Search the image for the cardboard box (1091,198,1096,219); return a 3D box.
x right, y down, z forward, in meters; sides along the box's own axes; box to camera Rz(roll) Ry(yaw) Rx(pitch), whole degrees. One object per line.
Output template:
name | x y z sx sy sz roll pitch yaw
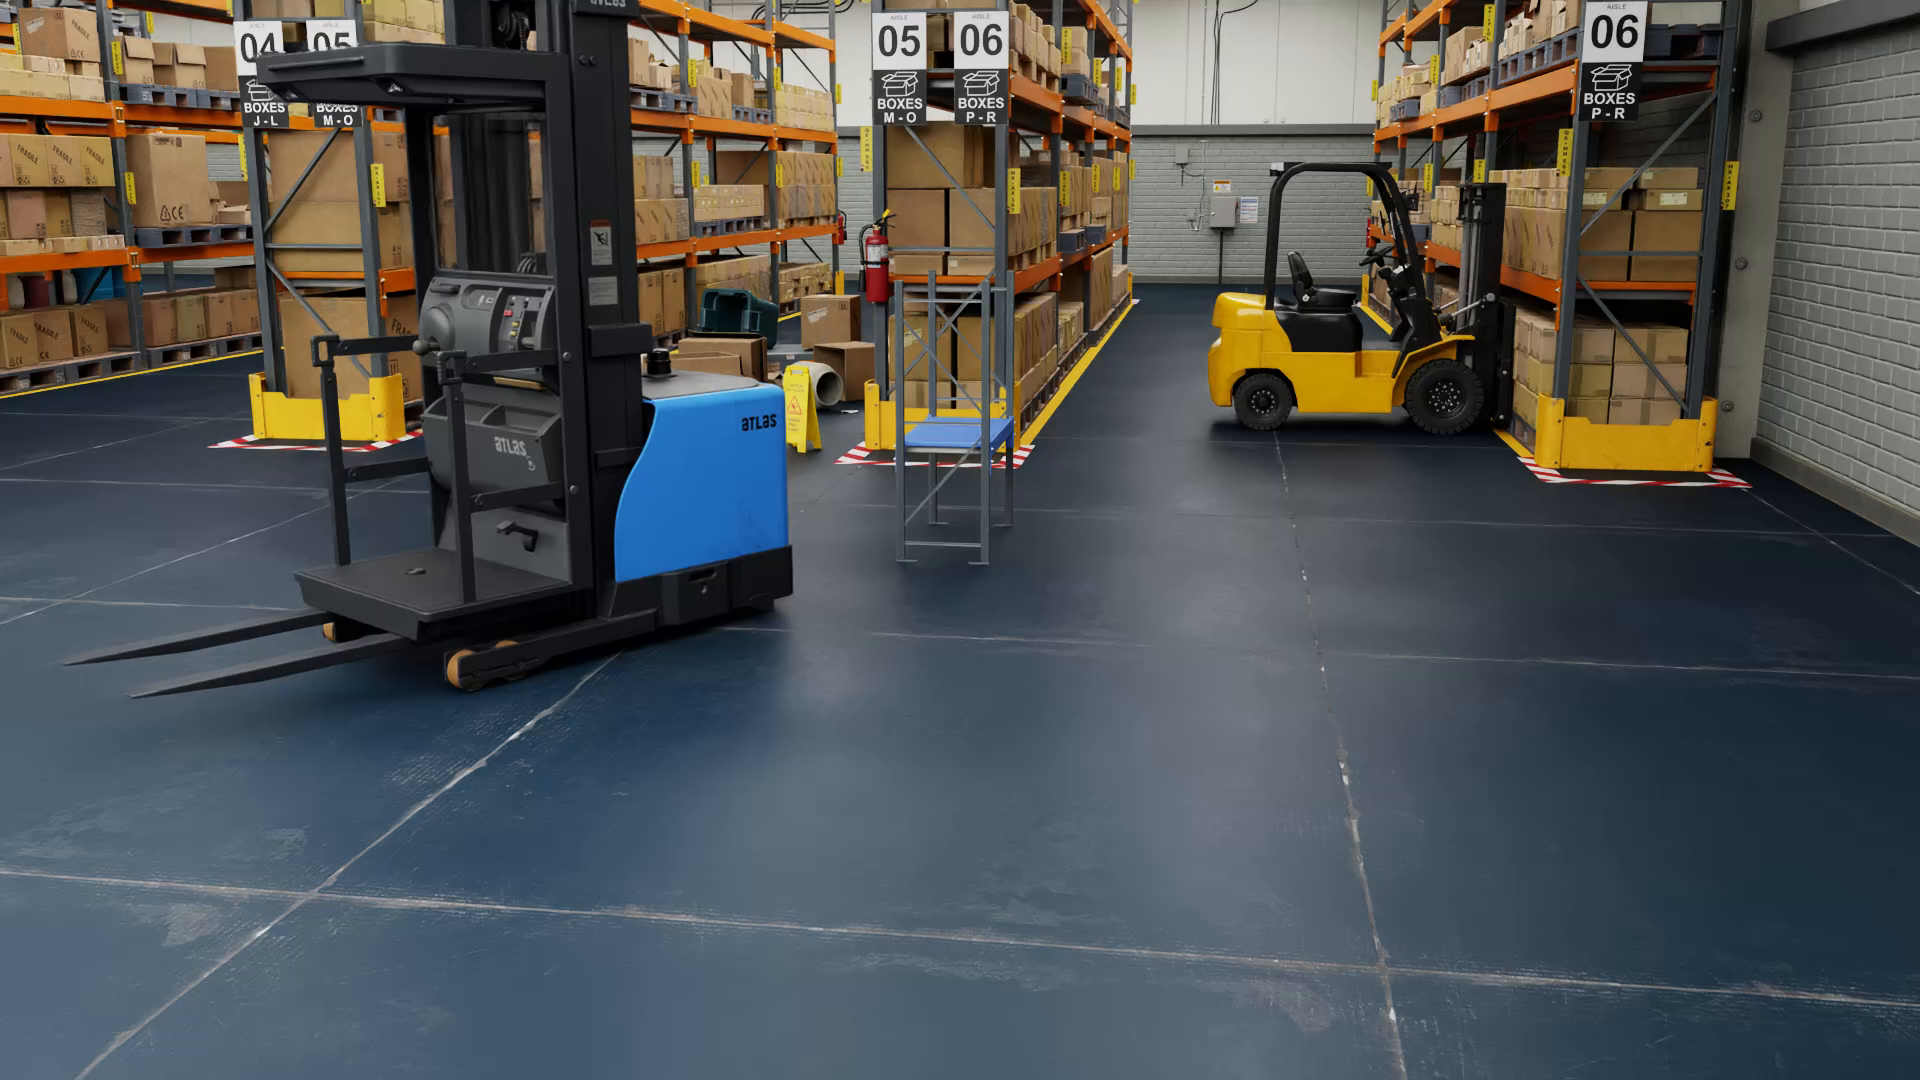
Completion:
cardboard box | 1.409 -4.097 20.553 0.500 0.250 0.500 2 12 8

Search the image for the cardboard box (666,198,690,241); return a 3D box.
cardboard box | -3.624 -3.914 20.298 0.500 0.500 0.500 2 12 9

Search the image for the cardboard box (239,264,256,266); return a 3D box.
cardboard box | -8.779 -3.369 21.113 0.500 0.250 0.500 2 12 11

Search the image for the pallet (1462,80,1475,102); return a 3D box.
pallet | 5.807 -4.665 17.349 1.003 0.211 1.213 2 12 11

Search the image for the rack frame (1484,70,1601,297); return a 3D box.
rack frame | 5.377 -2.836 15.531 1.000 3.000 0.127 2 12 9

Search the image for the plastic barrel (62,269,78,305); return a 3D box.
plastic barrel | -13.369 -3.757 24.715 0.421 0.512 0.421 0 12 0

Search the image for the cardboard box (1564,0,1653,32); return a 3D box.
cardboard box | 4.589 -3.872 11.750 0.500 0.500 0.500 2 12 11

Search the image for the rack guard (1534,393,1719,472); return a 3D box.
rack guard | 4.758 -0.776 11.907 1.175 0.500 0.348 2 12 9

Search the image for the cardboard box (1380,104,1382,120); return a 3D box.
cardboard box | 6.826 -6.682 25.909 0.500 0.250 0.500 2 12 10

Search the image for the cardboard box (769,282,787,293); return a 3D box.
cardboard box | -2.833 -3.822 25.174 0.380 0.149 0.250 2 12 11

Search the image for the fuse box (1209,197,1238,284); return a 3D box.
fuse box | 5.214 -5.940 32.994 0.539 1.711 0.414 2 12 9

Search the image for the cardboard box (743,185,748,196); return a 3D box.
cardboard box | -3.196 -4.919 23.387 0.380 0.149 0.250 2 12 8

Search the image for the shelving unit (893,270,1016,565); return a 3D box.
shelving unit | -0.013 -0.715 9.253 0.538 1.500 1.048 2 12 9

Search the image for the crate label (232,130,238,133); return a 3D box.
crate label | -12.830 -7.187 28.956 0.408 0.251 0.502 2 12 9

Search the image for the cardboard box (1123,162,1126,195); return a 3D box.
cardboard box | 2.348 -5.711 26.261 0.500 0.500 0.500 2 12 8

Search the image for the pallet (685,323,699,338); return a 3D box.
pallet | -3.698 -2.767 21.832 1.003 0.211 1.213 2 12 9

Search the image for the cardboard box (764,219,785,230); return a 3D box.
cardboard box | -2.838 -4.726 24.898 0.380 0.149 0.250 2 12 11

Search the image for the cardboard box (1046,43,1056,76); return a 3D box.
cardboard box | 0.593 -4.328 14.987 0.500 0.250 0.500 2 12 8

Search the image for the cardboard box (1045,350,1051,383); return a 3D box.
cardboard box | 0.574 -1.614 15.392 0.500 0.250 0.500 2 12 7

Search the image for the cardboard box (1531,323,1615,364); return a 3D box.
cardboard box | 4.524 -1.459 12.299 0.500 0.250 0.500 2 12 11

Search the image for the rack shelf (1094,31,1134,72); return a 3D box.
rack shelf | 2.010 -7.463 25.419 1.077 0.370 4.000 2 12 9

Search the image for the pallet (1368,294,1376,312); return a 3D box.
pallet | 7.089 -3.788 26.572 1.003 0.211 1.213 2 12 9

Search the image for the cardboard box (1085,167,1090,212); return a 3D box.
cardboard box | 1.223 -4.016 19.069 0.500 0.500 0.500 2 12 8

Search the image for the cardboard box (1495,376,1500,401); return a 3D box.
cardboard box | 4.751 -1.288 13.880 0.500 0.250 0.500 2 12 10

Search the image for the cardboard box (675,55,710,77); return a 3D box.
cardboard box | -3.406 -6.040 21.224 0.396 0.266 0.258 2 12 9

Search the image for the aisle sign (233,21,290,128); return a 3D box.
aisle sign | -5.358 -3.568 12.759 0.394 0.787 0.004 2 12 9

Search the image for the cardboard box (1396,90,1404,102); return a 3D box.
cardboard box | 6.094 -5.997 22.440 0.380 0.149 0.250 2 12 9

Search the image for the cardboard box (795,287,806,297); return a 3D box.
cardboard box | -2.672 -3.949 26.466 0.380 0.149 0.250 2 12 7

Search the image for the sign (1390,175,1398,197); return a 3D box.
sign | 6.070 -4.940 23.241 0.100 0.325 0.005 2 12 9

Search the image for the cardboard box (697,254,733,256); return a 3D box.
cardboard box | -3.579 -4.005 24.114 0.500 0.250 0.500 1 12 6

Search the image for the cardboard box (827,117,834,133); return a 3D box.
cardboard box | -2.398 -6.923 27.732 0.500 0.250 0.500 2 12 7

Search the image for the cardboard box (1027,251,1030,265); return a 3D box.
cardboard box | 0.401 -2.427 14.231 0.380 0.149 0.250 2 12 7

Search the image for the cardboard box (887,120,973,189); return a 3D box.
cardboard box | -0.281 -2.959 12.789 0.700 0.500 0.500 2 12 7

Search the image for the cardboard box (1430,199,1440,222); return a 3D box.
cardboard box | 5.658 -3.756 18.970 0.500 0.250 0.500 2 12 9

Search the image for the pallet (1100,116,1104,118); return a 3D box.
pallet | 1.302 -5.571 21.552 1.003 0.211 1.213 2 12 11

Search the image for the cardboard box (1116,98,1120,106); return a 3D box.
cardboard box | 2.337 -7.044 27.061 0.500 0.250 0.500 1 12 3

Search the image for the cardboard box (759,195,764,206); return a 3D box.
cardboard box | -3.071 -4.939 24.184 0.380 0.149 0.250 2 12 10

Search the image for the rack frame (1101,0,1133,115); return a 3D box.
rack frame | 2.317 -8.426 27.233 1.000 3.000 0.127 2 12 9

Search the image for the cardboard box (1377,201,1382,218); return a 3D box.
cardboard box | 6.734 -5.109 25.732 0.500 0.250 0.500 2 12 8

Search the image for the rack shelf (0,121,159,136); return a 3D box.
rack shelf | -13.292 -5.841 24.063 1.077 0.370 4.000 2 12 9

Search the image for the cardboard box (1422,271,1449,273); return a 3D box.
cardboard box | 6.137 -3.404 21.567 0.380 0.149 0.250 2 12 9

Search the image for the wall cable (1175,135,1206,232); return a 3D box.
wall cable | 4.564 -7.121 33.006 0.588 1.984 0.122 2 12 9

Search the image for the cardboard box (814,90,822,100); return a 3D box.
cardboard box | -2.457 -7.226 27.008 0.380 0.149 0.250 2 12 10

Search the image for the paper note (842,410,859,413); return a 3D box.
paper note | -0.971 -1.146 14.739 0.142 0.019 0.148 -2 12 -11

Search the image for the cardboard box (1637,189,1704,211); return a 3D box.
cardboard box | 5.070 -2.431 11.877 0.380 0.149 0.250 2 12 7

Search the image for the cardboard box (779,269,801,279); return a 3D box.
cardboard box | -2.719 -4.183 26.140 0.380 0.149 0.250 2 12 10

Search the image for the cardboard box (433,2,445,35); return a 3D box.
cardboard box | -4.569 -4.398 14.076 0.500 0.250 0.500 2 12 8

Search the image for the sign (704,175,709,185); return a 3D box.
sign | -3.742 -5.239 24.631 0.100 0.325 0.005 2 12 9

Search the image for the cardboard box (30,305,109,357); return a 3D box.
cardboard box | -9.422 -2.218 17.602 0.500 0.500 0.500 1 12 7

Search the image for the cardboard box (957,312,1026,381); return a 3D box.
cardboard box | 0.257 -1.555 13.337 0.500 0.500 0.500 1 12 7

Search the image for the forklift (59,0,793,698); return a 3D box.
forklift | -2.158 -0.945 6.923 1.130 2.935 3.031 11 16 41

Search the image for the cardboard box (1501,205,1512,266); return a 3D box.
cardboard box | 4.910 -2.586 14.136 0.500 0.500 0.500 2 12 8

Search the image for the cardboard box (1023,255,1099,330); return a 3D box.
cardboard box | 1.275 -3.136 20.972 0.875 0.875 0.875 2 12 8

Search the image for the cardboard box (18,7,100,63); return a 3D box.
cardboard box | -9.138 -5.120 16.880 0.500 0.500 0.500 2 12 7

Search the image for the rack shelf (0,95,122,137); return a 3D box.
rack shelf | -9.628 -4.015 15.591 1.077 0.370 4.000 2 12 9
